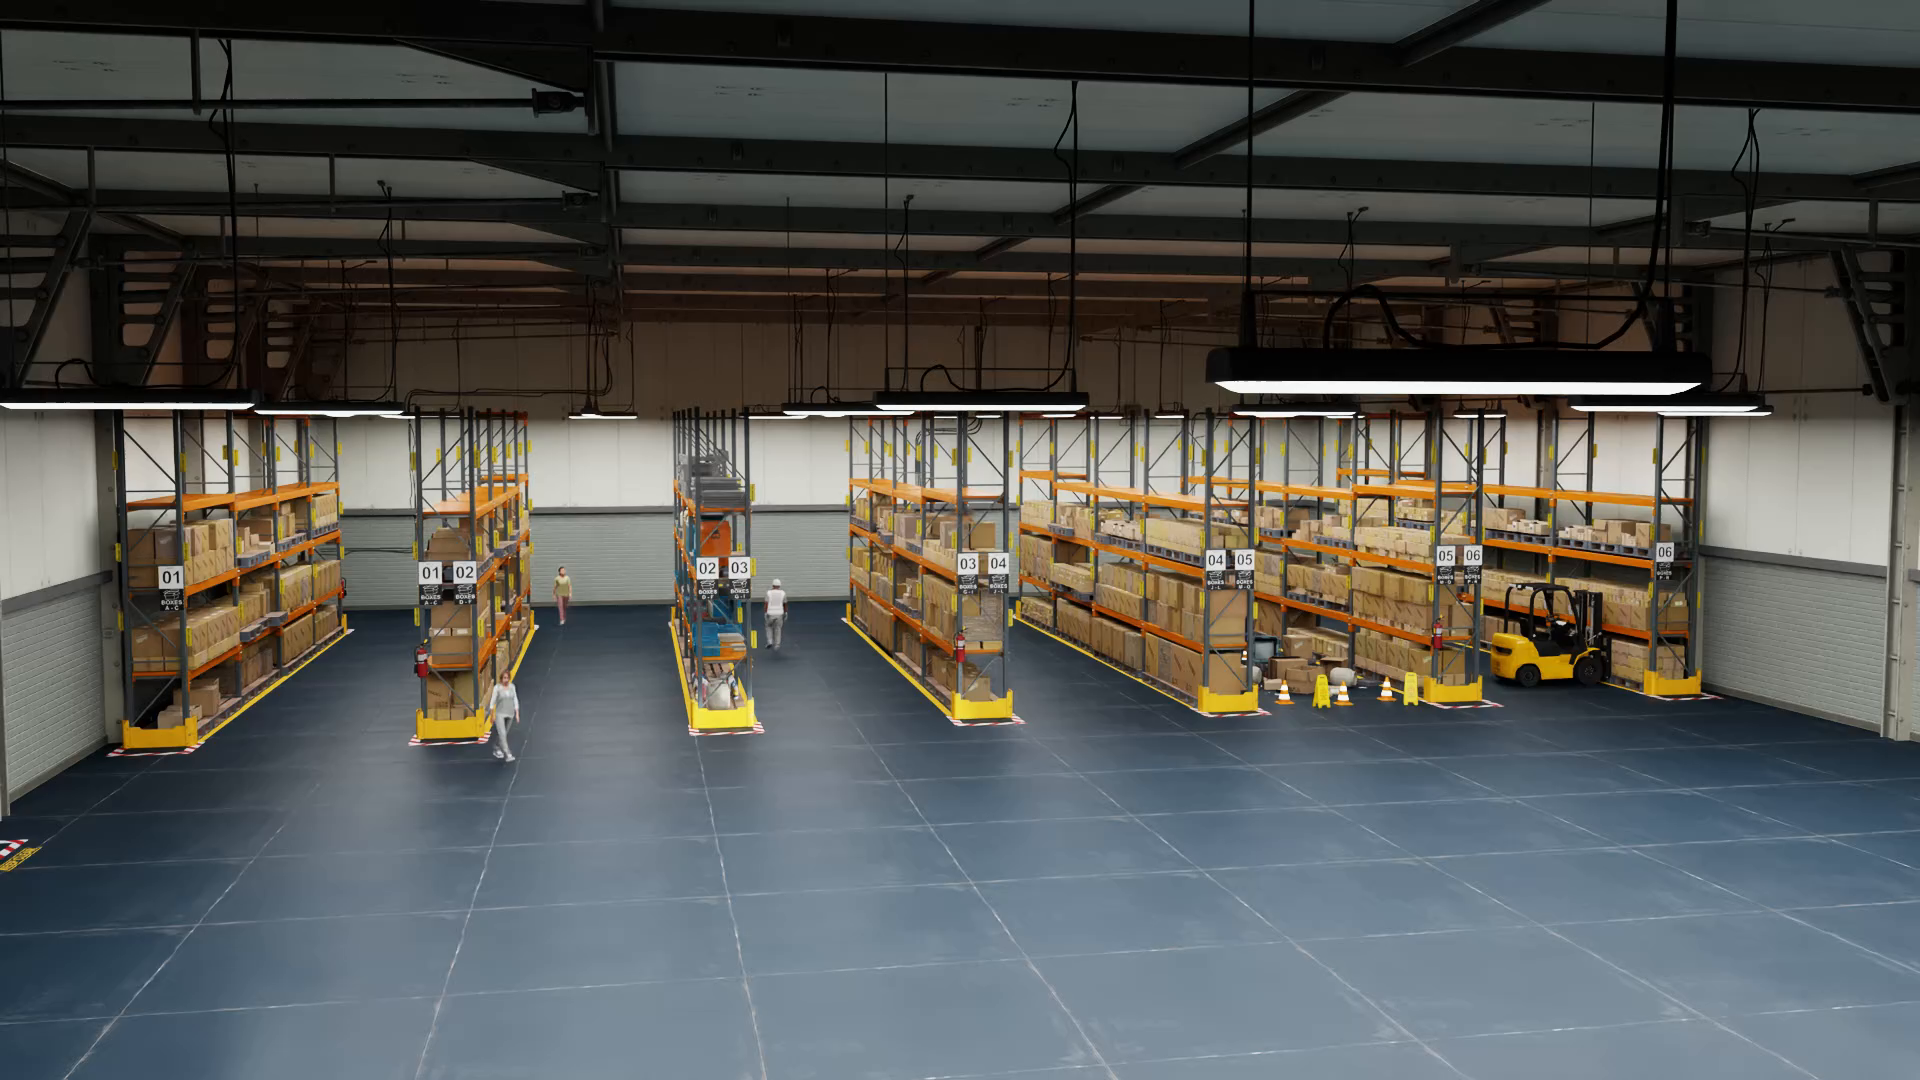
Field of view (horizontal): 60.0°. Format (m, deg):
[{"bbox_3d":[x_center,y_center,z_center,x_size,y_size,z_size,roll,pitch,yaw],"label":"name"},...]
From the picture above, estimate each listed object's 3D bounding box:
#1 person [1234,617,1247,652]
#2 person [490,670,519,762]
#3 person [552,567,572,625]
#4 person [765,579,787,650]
[{"bbox_3d":[7.059,1.982,41.456,0.397,1.695,0.523,4,6,44],"label":"person"},{"bbox_3d":[-7.621,2.953,27.900,1.020,1.520,0.430,4,6,44],"label":"person"},{"bbox_3d":[-11.205,1.560,46.935,0.498,1.599,1.071,-2,5,-26],"label":"person"},{"bbox_3d":[-4.611,1.855,41.672,0.572,1.776,0.446,-1,4,-7],"label":"person"}]
